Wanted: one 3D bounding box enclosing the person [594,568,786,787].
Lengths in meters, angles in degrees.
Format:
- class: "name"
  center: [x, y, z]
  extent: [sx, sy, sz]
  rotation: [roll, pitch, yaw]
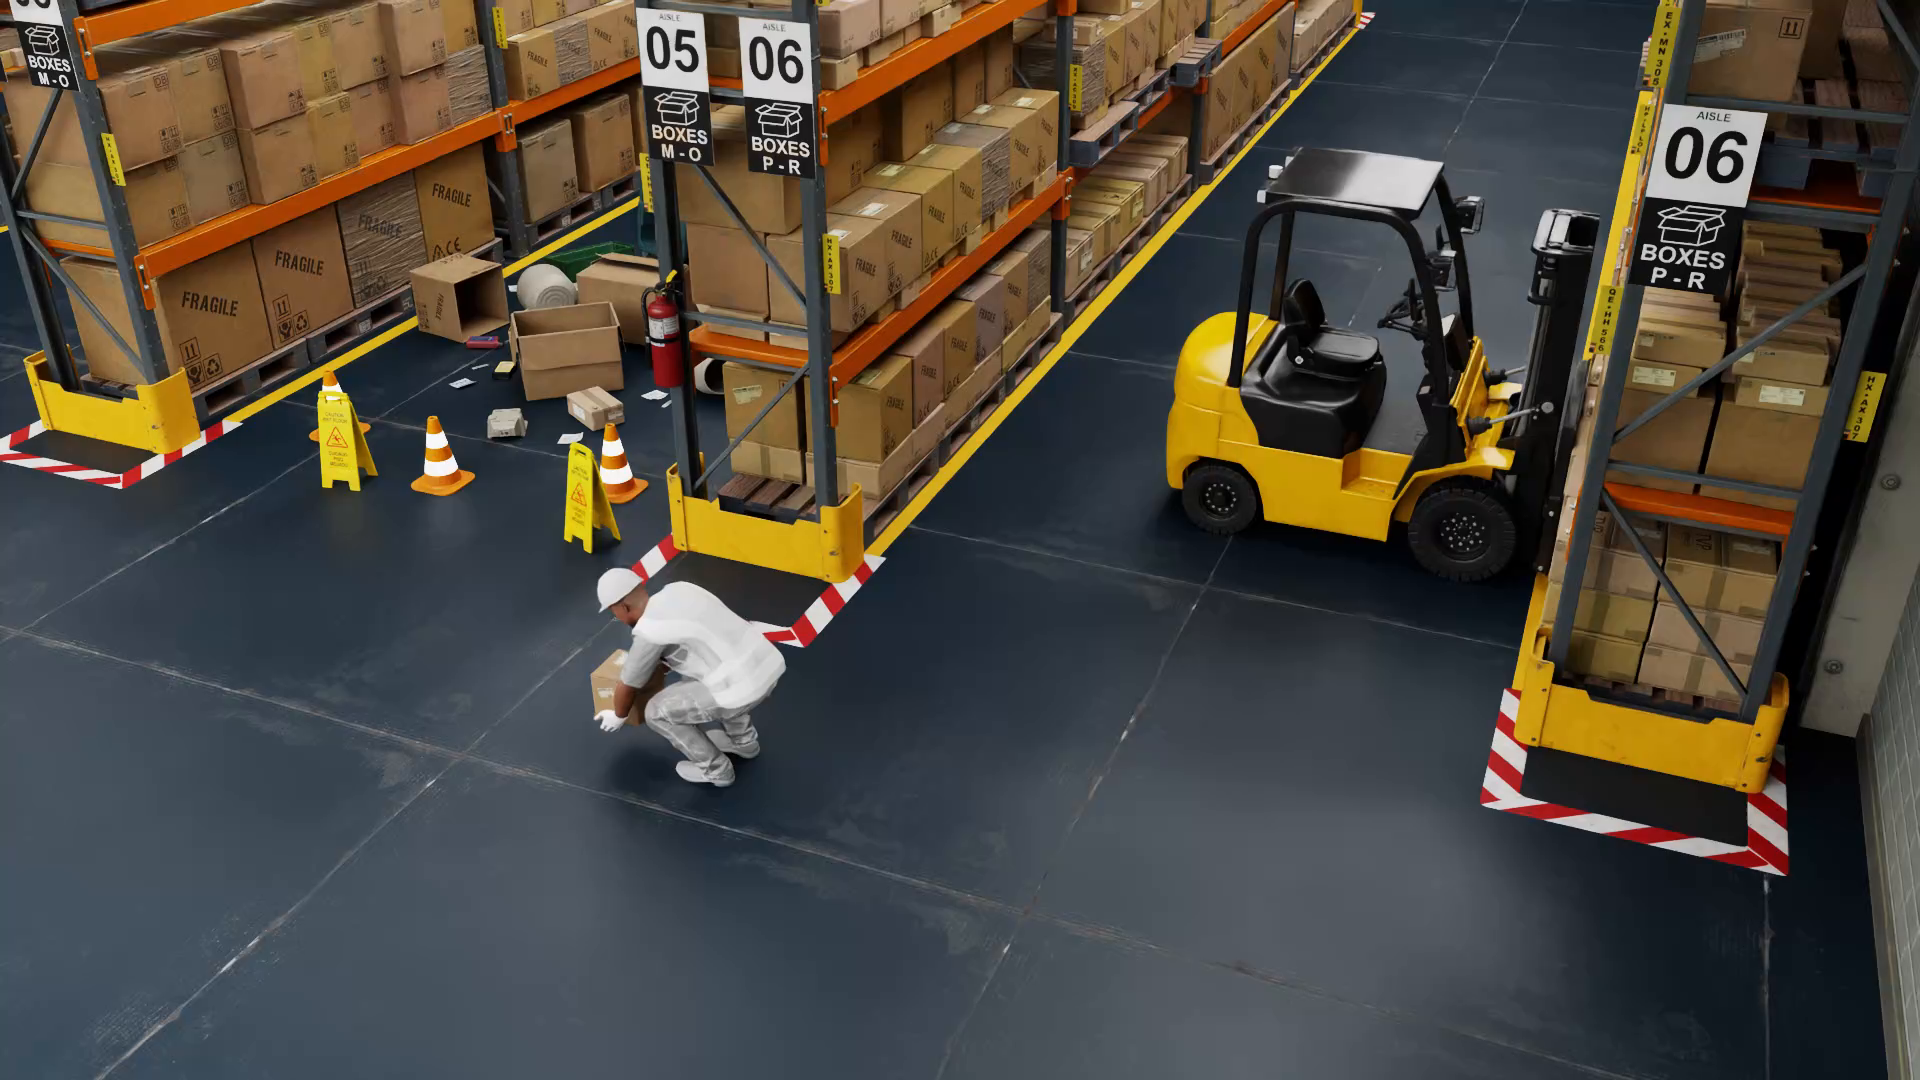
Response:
- class: "person"
  center: [-1.306, 0.646, 7.982]
  extent: [0.902, 1.053, 0.582]
  rotation: [11, 31, 19]
